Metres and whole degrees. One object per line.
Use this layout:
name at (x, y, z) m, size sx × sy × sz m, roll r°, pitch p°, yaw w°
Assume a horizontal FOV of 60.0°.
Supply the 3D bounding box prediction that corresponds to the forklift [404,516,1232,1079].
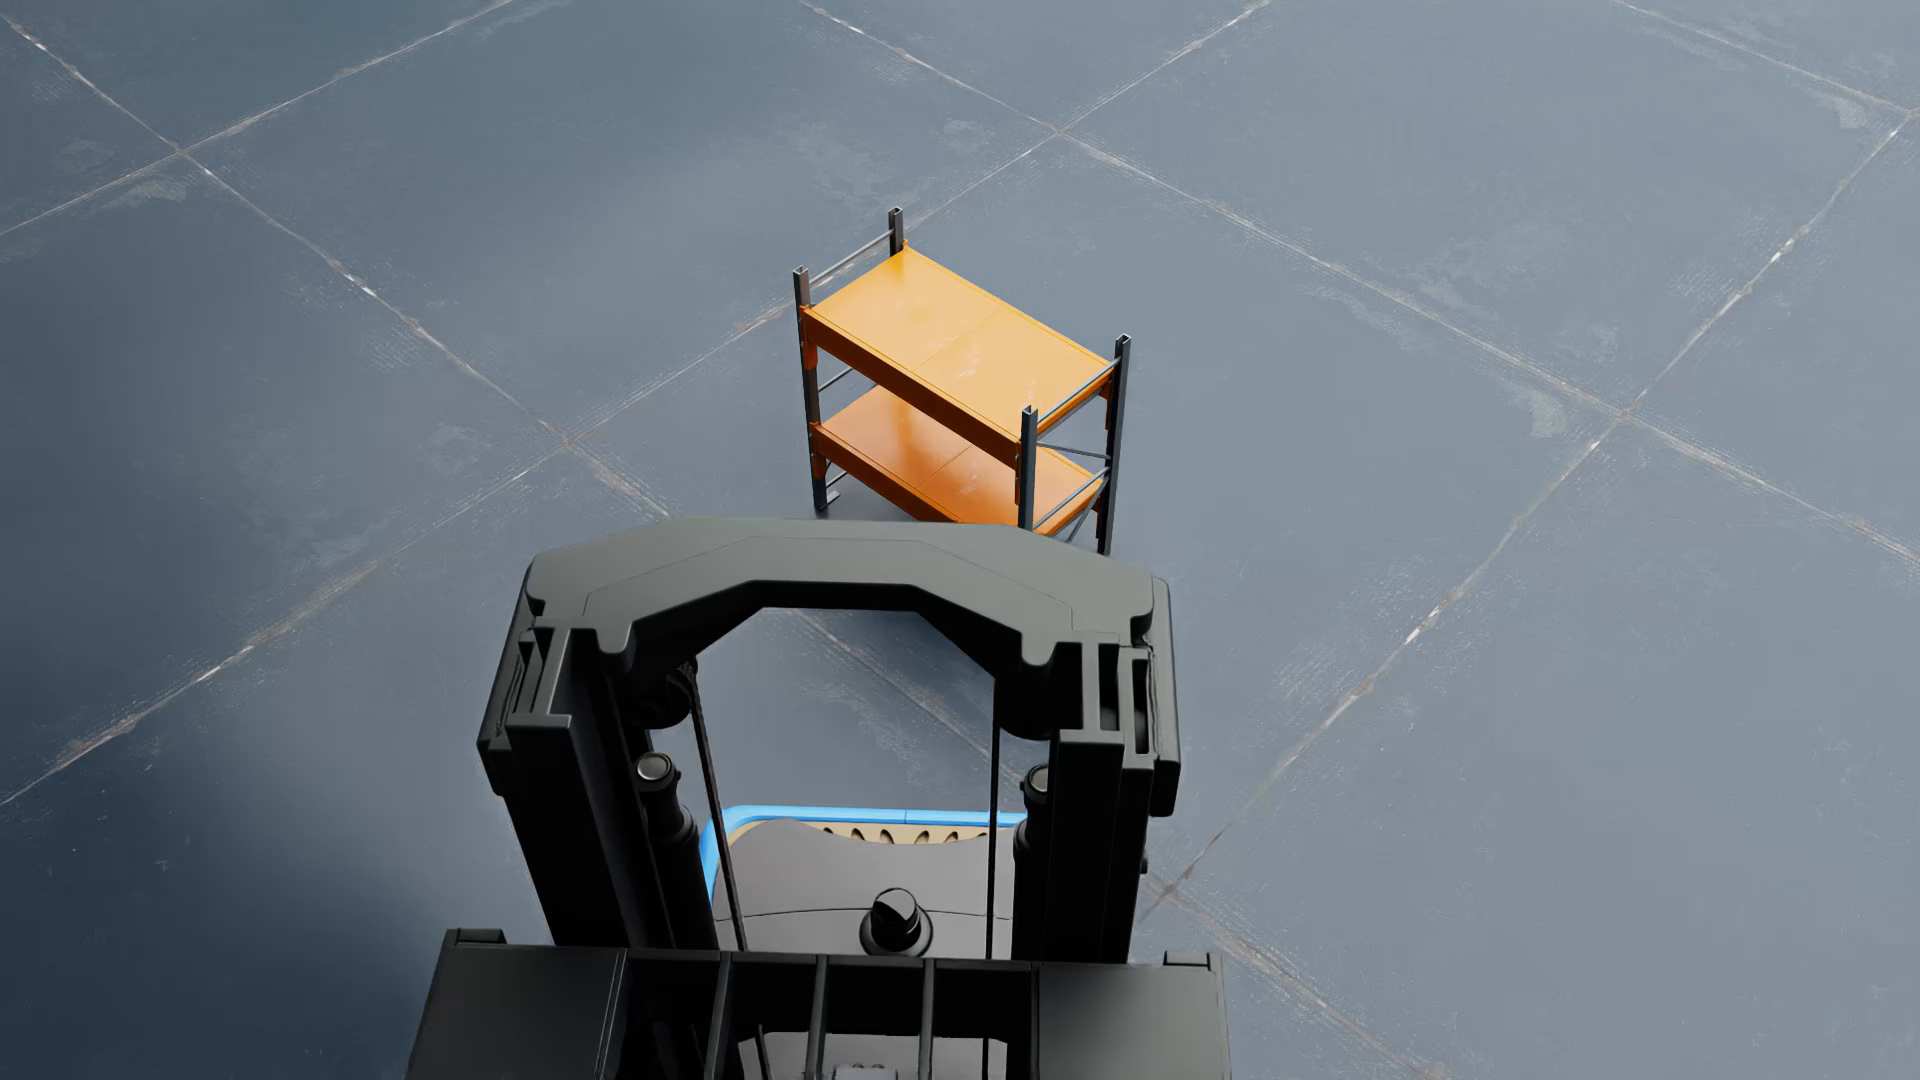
forklift at (-0.189, 1.482, 2.848) m, size 1.130 × 2.935 × 3.031 m, roll 2°, pitch 47°, yaw 1°

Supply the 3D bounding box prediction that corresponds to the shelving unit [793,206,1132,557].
shelving unit at (-0.005, -0.388, 5.843) m, size 1.048 × 1.125 × 0.538 m, roll 34°, pitch 55°, yaw 28°

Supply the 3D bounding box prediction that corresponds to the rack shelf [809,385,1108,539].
rack shelf at (-0.005, -0.221, 6.021) m, size 1.000 × 0.278 × 0.538 m, roll 34°, pitch 55°, yaw 28°

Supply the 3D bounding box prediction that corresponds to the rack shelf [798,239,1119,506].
rack shelf at (-0.005, -0.589, 5.630) m, size 1.000 × 0.278 × 0.538 m, roll 34°, pitch 55°, yaw 28°

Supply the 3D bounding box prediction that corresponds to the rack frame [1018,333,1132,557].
rack frame at (0.369, -0.137, 5.607) m, size 0.032 × 1.125 × 0.500 m, roll 34°, pitch 55°, yaw 28°

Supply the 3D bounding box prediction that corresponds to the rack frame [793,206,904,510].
rack frame at (-0.379, -0.640, 6.079) m, size 0.032 × 1.125 × 0.500 m, roll 34°, pitch 55°, yaw 28°
